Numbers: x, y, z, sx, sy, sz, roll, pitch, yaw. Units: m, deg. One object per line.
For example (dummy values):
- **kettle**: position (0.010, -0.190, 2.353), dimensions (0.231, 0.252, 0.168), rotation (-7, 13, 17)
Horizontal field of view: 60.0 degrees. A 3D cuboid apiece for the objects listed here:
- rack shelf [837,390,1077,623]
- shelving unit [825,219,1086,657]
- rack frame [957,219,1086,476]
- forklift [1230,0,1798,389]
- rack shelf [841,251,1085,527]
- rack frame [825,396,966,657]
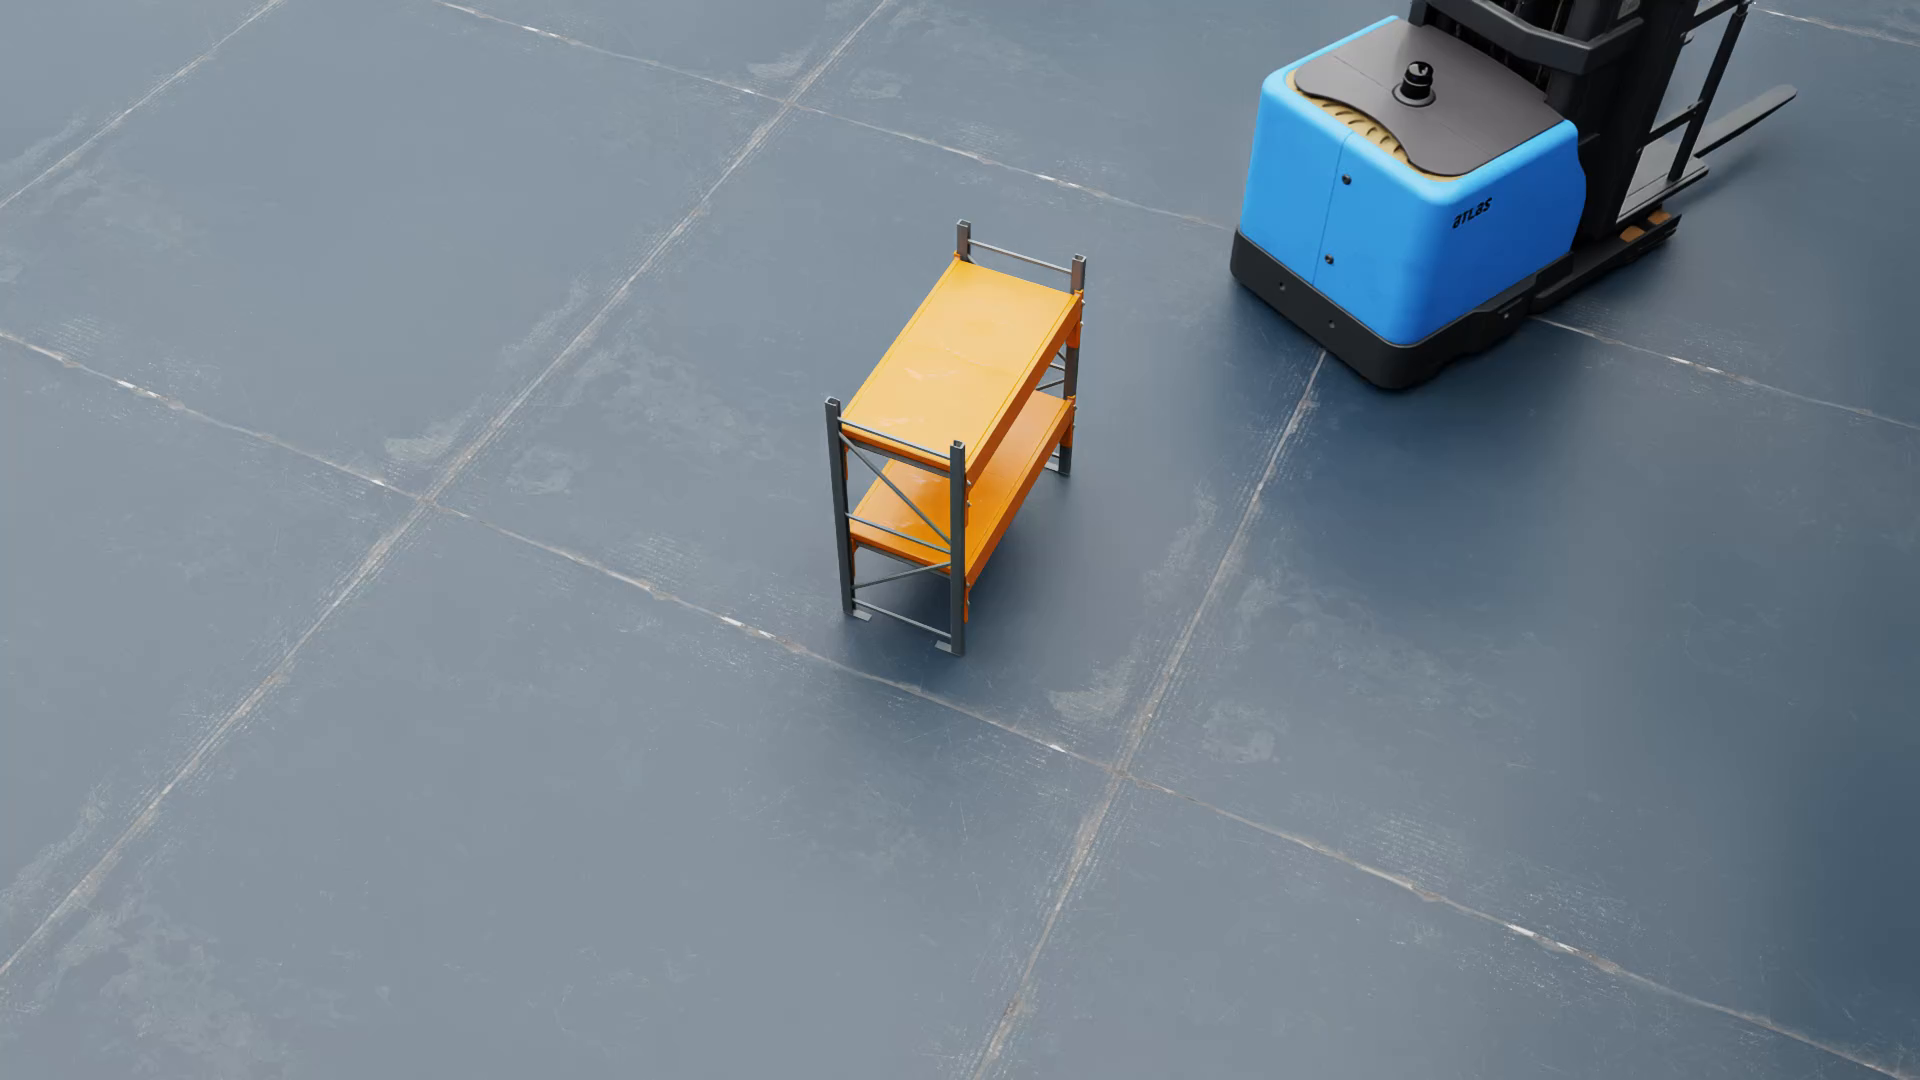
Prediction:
- **rack shelf**: position (0.003, -0.211, 6.327), dimensions (0.538, 0.278, 1.000), rotation (20, 52, 16)
- **shelving unit**: position (0.003, -0.369, 6.141), dimensions (0.538, 1.125, 1.048), rotation (20, 52, 16)
- **rack frame**: position (0.220, -0.719, 6.439), dimensions (0.500, 1.125, 0.032), rotation (20, 52, 16)
- **forklift**: position (2.700, -2.520, 6.785), dimensions (3.031, 2.935, 1.130), rotation (-30, 56, -23)
- **rack shelf**: position (0.003, -0.559, 5.918), dimensions (0.538, 0.278, 1.000), rotation (20, 52, 16)
- **rack frame**: position (-0.214, -0.019, 5.843), dimensions (0.500, 1.125, 0.032), rotation (20, 52, 16)
